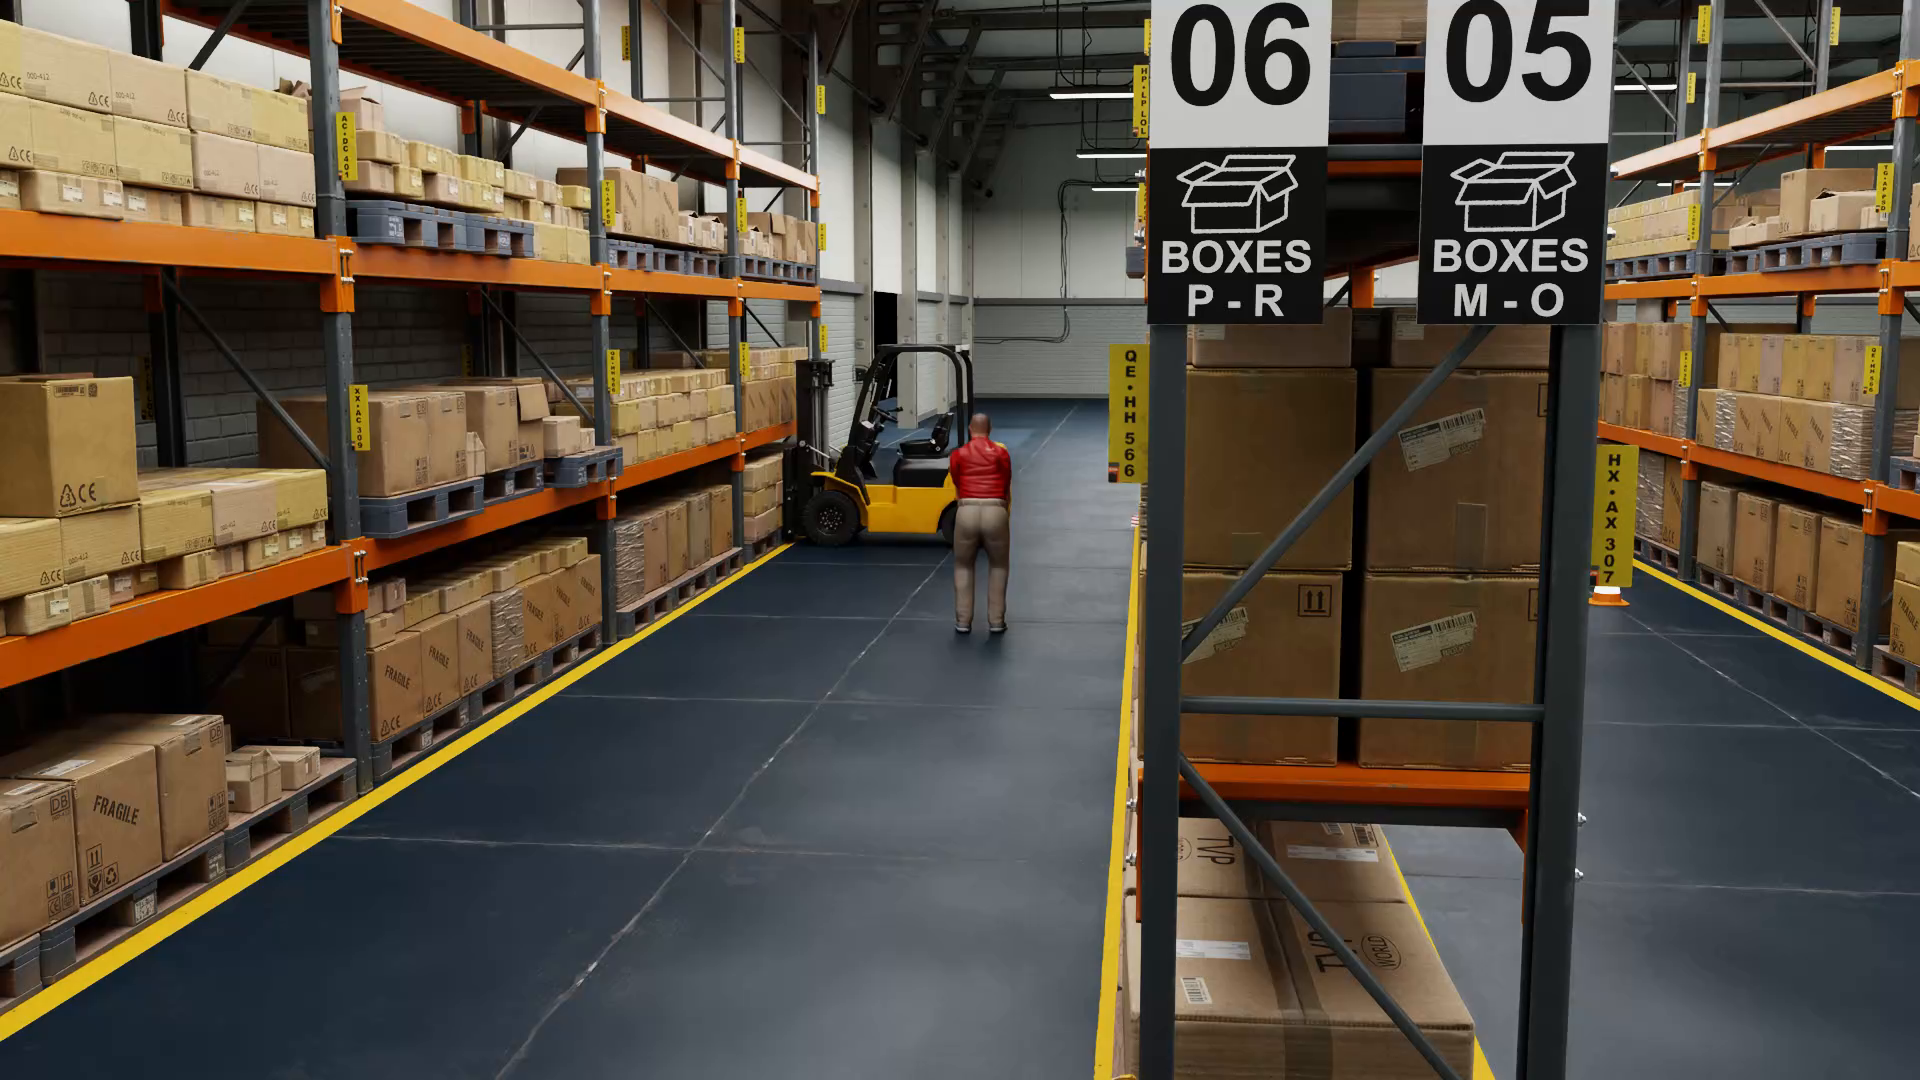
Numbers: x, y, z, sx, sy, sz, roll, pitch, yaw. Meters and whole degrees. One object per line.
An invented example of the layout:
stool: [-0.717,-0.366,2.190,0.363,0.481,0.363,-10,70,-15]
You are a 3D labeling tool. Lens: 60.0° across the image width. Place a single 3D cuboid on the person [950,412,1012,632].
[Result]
person: [0.162,-0.141,13.005,0.483,1.714,0.566,1,8,5]
